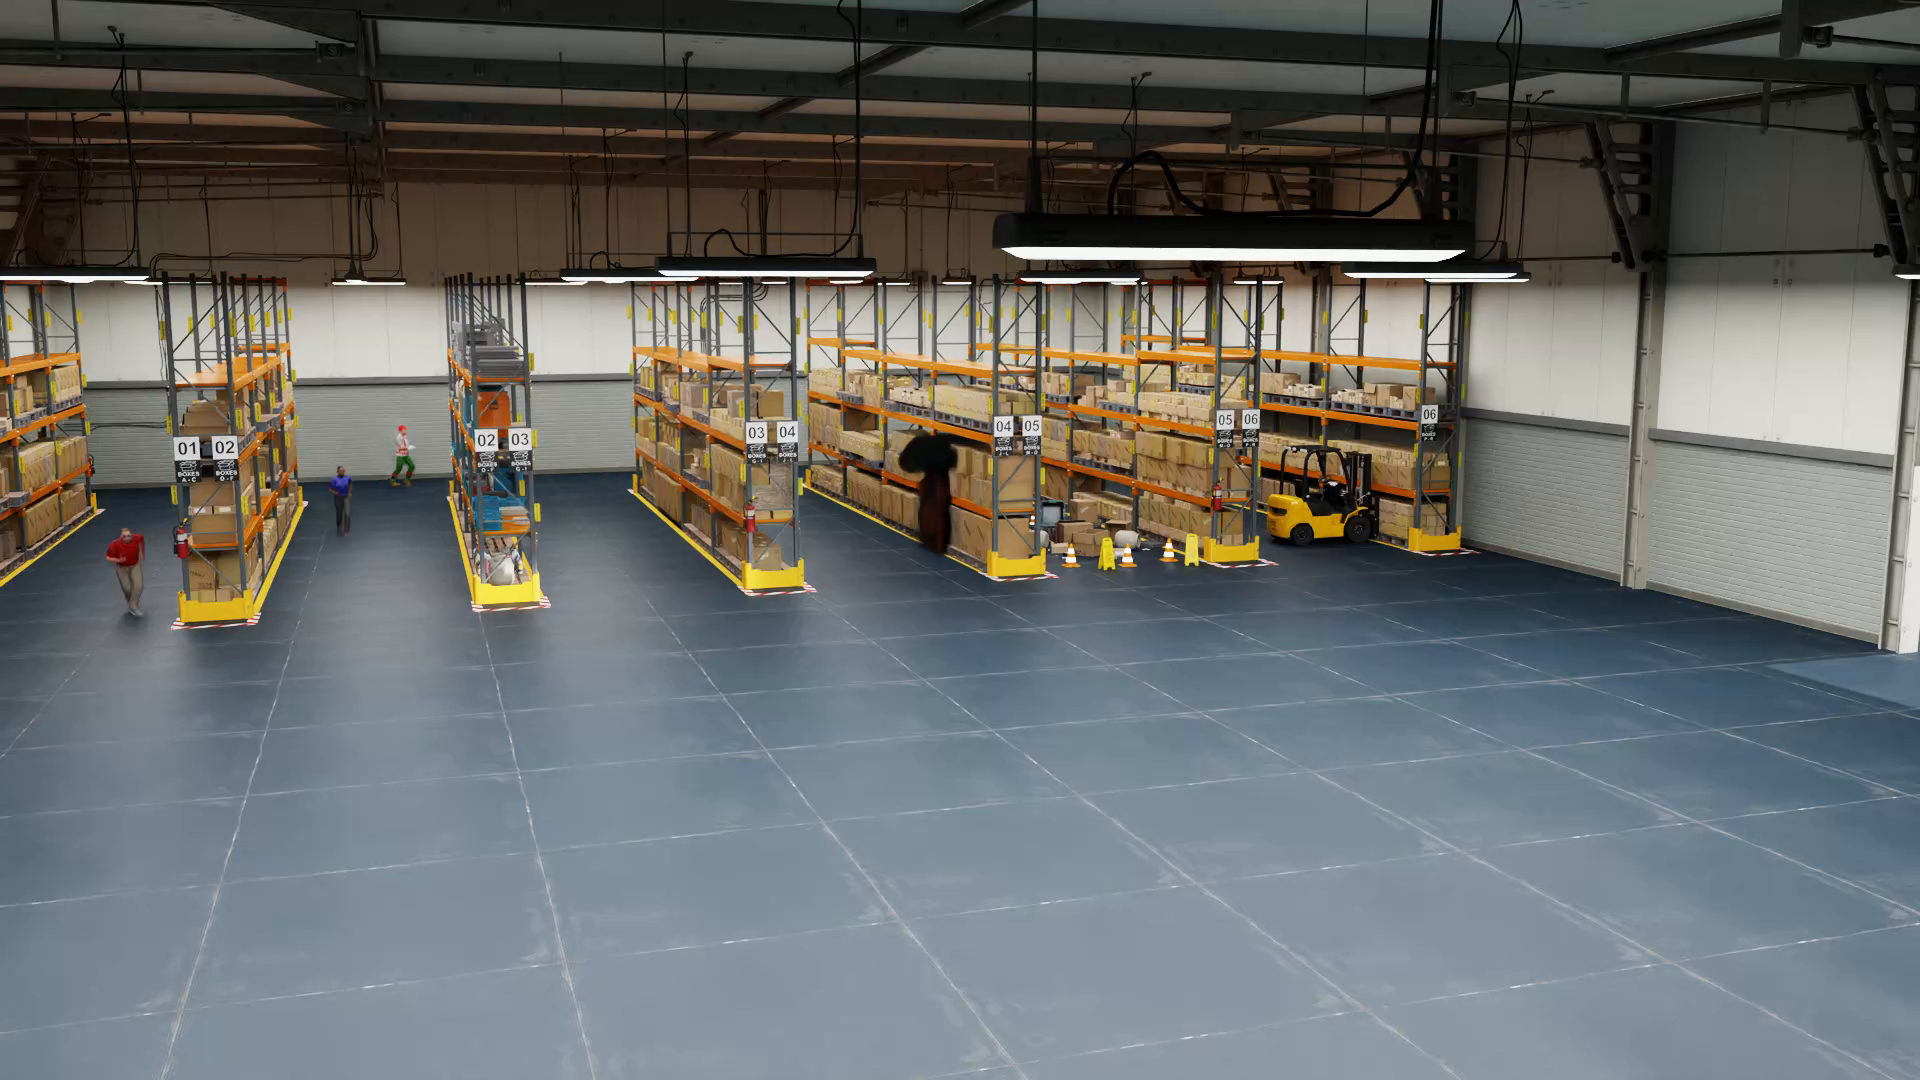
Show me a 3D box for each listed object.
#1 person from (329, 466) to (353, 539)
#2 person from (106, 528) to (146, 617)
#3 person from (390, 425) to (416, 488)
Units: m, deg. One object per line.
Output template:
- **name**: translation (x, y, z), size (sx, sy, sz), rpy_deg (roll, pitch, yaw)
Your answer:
- **person**: translation (-14.374, -0.909, 38.655), size (0.531, 1.667, 0.930), rpy_deg (-4, 9, -24)
- **person**: translation (-14.738, 0.544, 29.415), size (0.663, 1.612, 1.114), rpy_deg (-6, 10, -33)
- **person**: translation (-16.086, -2.404, 48.055), size (0.838, 1.828, 0.648), rpy_deg (1, 9, 6)
